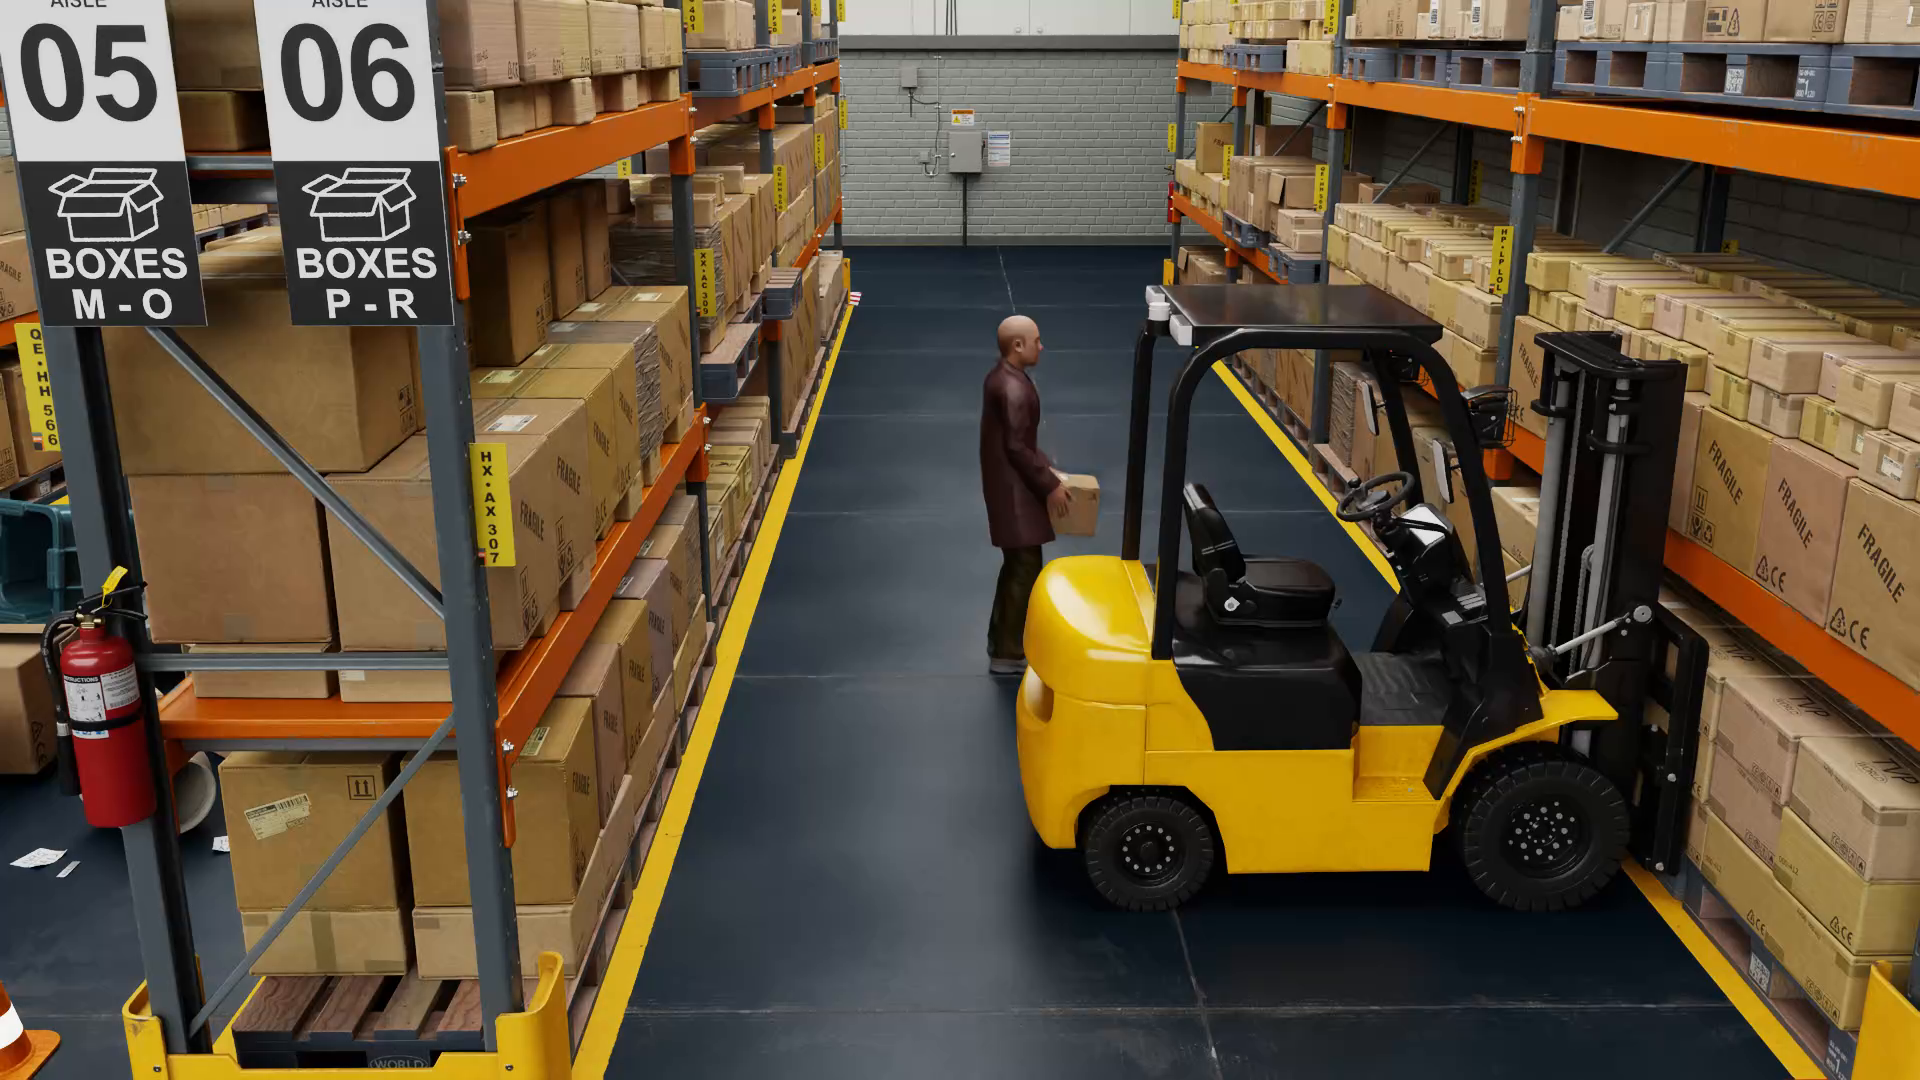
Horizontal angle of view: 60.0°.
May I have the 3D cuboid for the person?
[{"bbox_3d":[0.326,-0.235,8.331,0.455,1.782,0.577,-1,17,-2],"label":"person"}]
